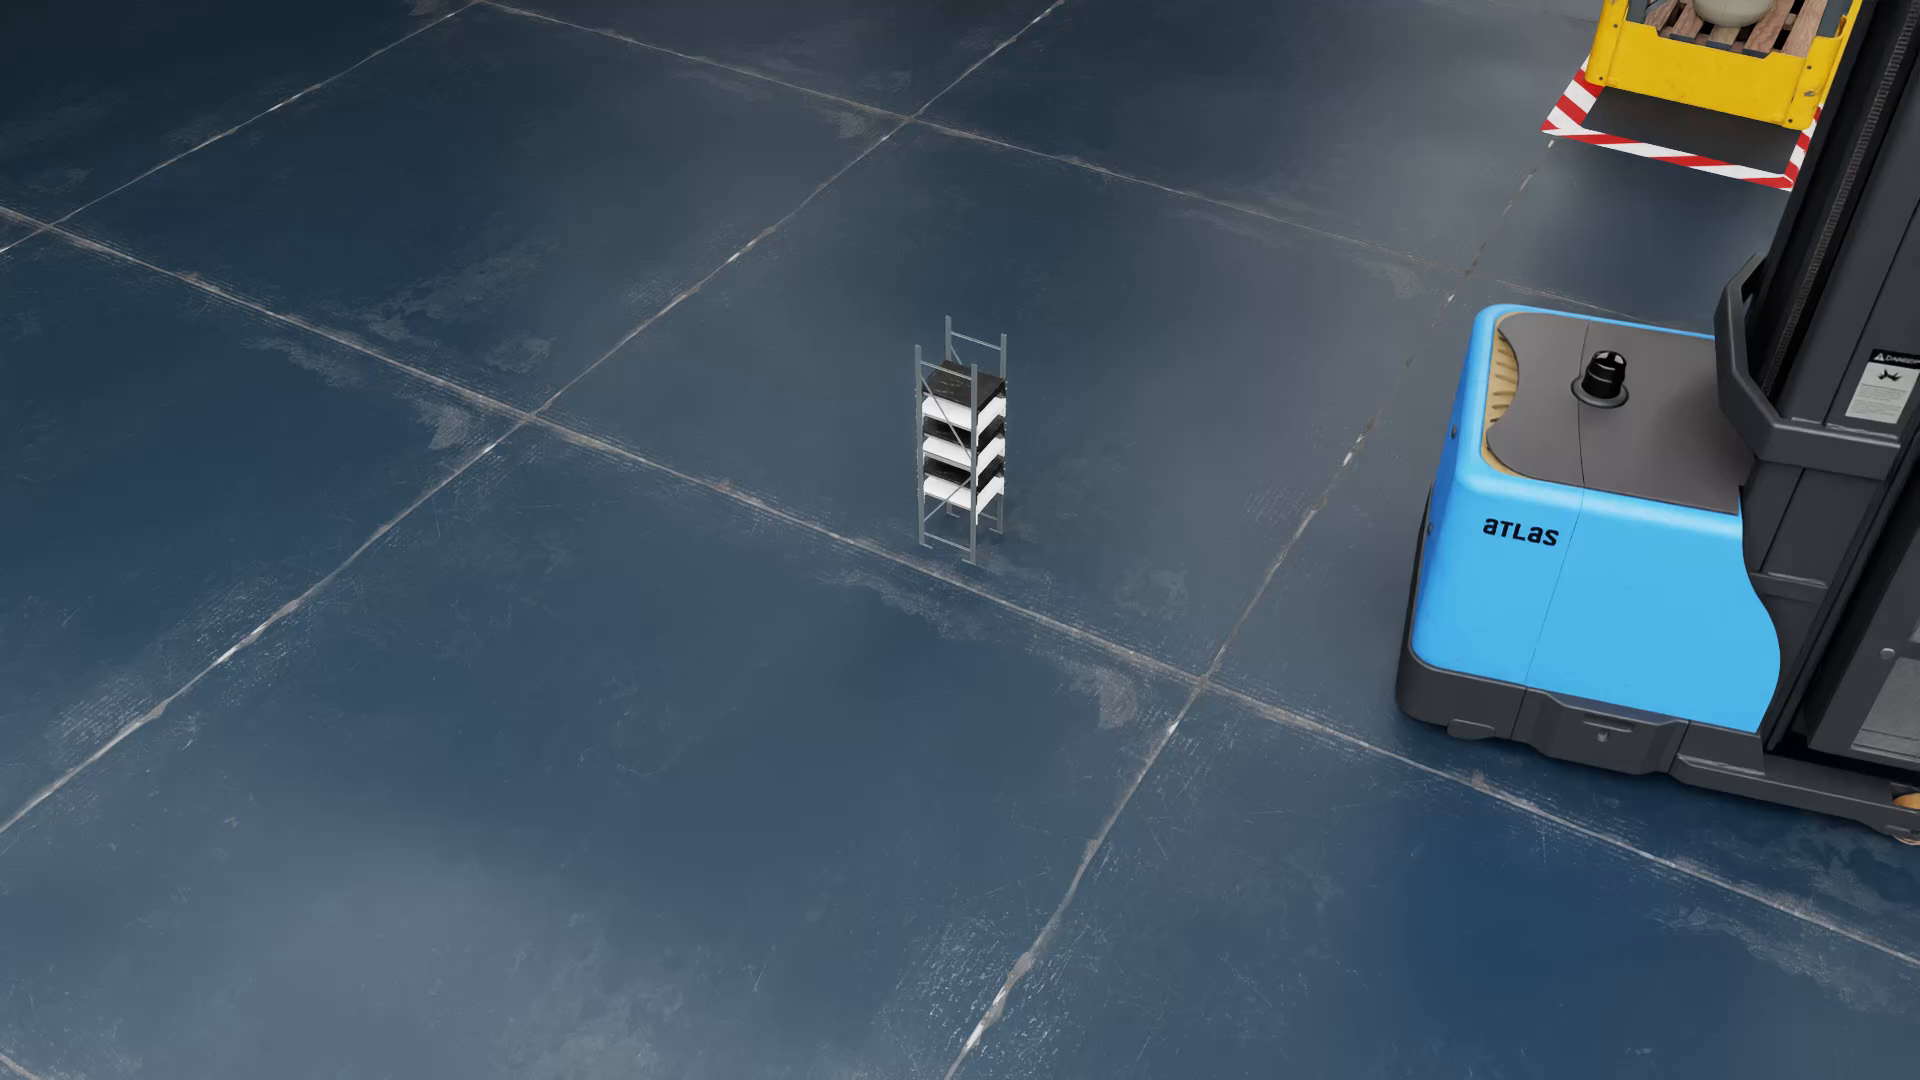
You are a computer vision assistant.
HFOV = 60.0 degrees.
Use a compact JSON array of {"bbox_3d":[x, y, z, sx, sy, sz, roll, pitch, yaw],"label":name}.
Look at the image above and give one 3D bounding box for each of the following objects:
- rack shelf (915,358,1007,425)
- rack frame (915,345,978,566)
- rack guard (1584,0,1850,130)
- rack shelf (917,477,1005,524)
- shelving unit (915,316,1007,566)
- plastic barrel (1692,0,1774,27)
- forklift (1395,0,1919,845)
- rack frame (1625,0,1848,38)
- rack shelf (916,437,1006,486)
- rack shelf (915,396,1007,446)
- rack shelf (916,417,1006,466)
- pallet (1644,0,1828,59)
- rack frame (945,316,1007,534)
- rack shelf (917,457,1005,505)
[{"bbox_3d":[0.004,-0.520,5.801,0.258,0.077,0.200,21,45,22],"label":"rack shelf"},{"bbox_3d":[-0.047,-0.284,5.892,0.240,0.900,0.006,21,45,22],"label":"rack frame"},{"bbox_3d":[3.993,-2.603,8.827,1.175,0.500,0.348,21,45,22],"label":"rack guard"},{"bbox_3d":[0.004,-0.182,6.099,0.258,0.077,0.200,21,45,22],"label":"rack shelf"},{"bbox_3d":[0.004,-0.342,5.958,0.258,0.900,0.210,21,45,22],"label":"shelving unit"},{"bbox_3d":[4.259,-3.108,9.074,0.421,0.512,0.421,0,41,0],"label":"plastic barrel"},{"bbox_3d":[3.026,-0.509,4.610,3.031,2.935,1.130,11,43,13],"label":"forklift"},{"bbox_3d":[3.996,-3.482,7.934,1.000,3.000,0.127,21,45,22],"label":"rack frame"},{"bbox_3d":[0.004,-0.317,5.980,0.258,0.077,0.200,21,45,22],"label":"rack shelf"},{"bbox_3d":[0.004,-0.452,5.861,0.258,0.077,0.200,21,45,22],"label":"rack shelf"},{"bbox_3d":[0.004,-0.385,5.920,0.258,0.077,0.200,21,45,22],"label":"rack shelf"},{"bbox_3d":[4.404,-2.958,9.449,1.003,0.211,1.213,21,45,22],"label":"pallet"},{"bbox_3d":[0.055,-0.401,6.024,0.240,0.900,0.006,21,45,22],"label":"rack frame"},{"bbox_3d":[0.004,-0.250,6.039,0.258,0.077,0.200,21,45,22],"label":"rack shelf"}]
